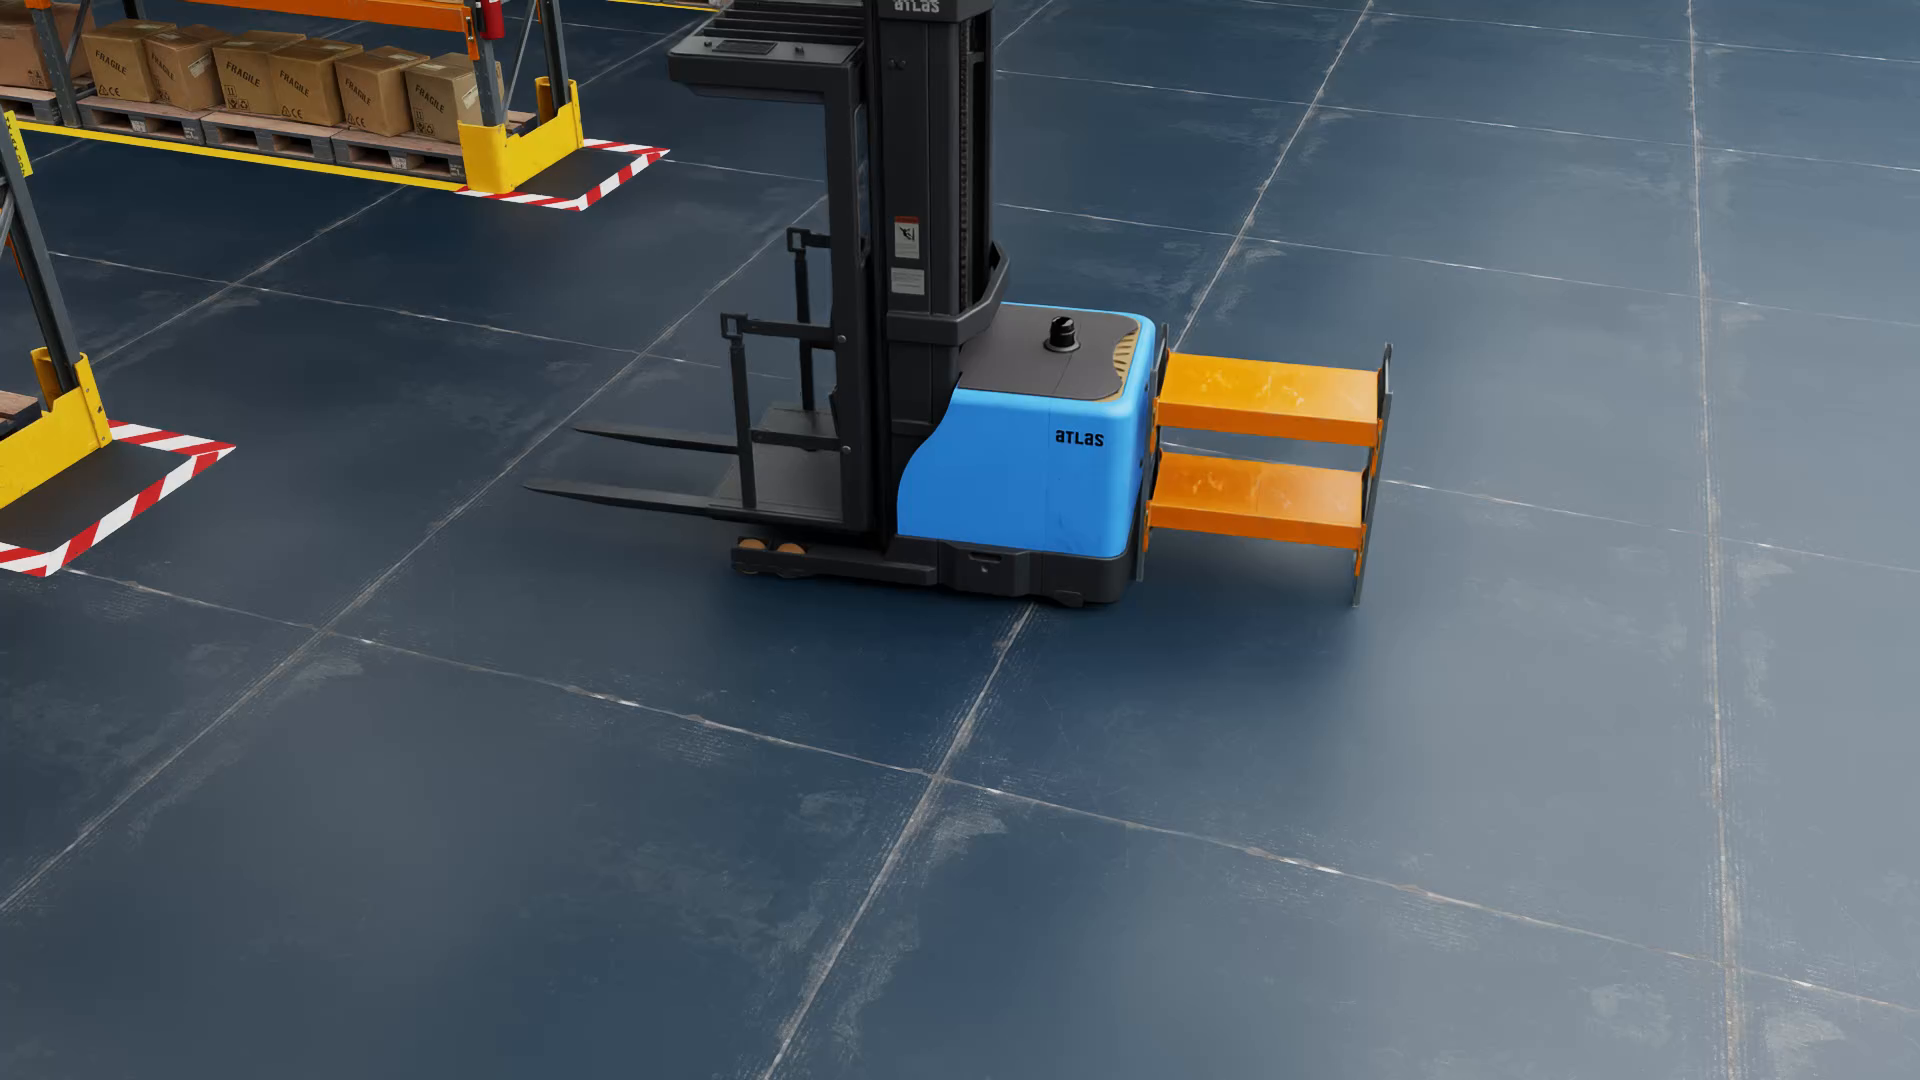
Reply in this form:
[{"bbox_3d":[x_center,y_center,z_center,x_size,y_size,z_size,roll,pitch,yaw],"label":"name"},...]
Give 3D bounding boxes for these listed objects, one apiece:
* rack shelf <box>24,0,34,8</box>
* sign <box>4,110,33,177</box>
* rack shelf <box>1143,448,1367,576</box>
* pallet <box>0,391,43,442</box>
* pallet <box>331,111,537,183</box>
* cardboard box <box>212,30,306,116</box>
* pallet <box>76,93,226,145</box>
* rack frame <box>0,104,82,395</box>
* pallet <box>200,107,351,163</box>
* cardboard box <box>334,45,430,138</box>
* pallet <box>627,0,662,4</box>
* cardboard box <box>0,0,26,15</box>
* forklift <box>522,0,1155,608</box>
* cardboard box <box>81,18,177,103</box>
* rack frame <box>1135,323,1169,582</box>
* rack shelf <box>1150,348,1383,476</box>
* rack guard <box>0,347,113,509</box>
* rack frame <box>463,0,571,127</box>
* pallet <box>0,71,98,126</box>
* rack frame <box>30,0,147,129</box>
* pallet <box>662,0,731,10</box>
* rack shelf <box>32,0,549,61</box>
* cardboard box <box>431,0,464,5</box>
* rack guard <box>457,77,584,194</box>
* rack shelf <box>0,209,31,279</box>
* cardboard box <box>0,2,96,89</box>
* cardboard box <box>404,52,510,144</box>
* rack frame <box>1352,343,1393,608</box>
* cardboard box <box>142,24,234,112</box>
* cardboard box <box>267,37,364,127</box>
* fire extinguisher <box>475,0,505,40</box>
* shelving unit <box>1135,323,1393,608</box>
[{"bbox_3d":[-8.868,-4.892,13.724,4.000,0.370,1.077,11,34,16],"label":"rack shelf"},{"bbox_3d":[-4.701,-1.963,8.270,0.005,0.325,0.100,11,34,16],"label":"sign"},{"bbox_3d":[1.402,-0.142,7.884,1.000,0.278,0.538,7,33,10],"label":"rack shelf"},{"bbox_3d":[-5.741,-0.537,8.886,1.213,0.211,1.003,11,34,16],"label":"pallet"},{"bbox_3d":[-4.044,-3.105,12.864,1.213,0.211,1.003,11,34,16],"label":"pallet"},{"bbox_3d":[-5.469,-3.686,13.111,0.500,0.500,0.500,8,34,12],"label":"cardboard box"},{"bbox_3d":[-6.341,-3.551,13.556,1.213,0.211,1.003,11,34,16],"label":"pallet"},{"bbox_3d":[-4.890,-1.567,7.911,0.127,3.000,1.000,11,34,16],"label":"rack frame"},{"bbox_3d":[-5.188,-3.329,13.212,1.213,0.211,1.003,11,34,16],"label":"pallet"},{"bbox_3d":[-4.376,-3.437,12.725,0.500,0.500,0.500,21,38,29],"label":"cardboard box"},{"bbox_3d":[-3.375,-5.769,16.991,1.213,0.211,1.003,11,34,16],"label":"pallet"},{"bbox_3d":[-7.998,-4.183,13.862,0.500,0.500,0.700,11,34,16],"label":"cardboard box"},{"bbox_3d":[-0.627,-1.318,7.590,3.031,2.935,1.130,7,33,10],"label":"forklift"},{"bbox_3d":[-6.622,-3.860,13.381,0.500,0.500,0.500,10,34,15],"label":"cardboard box"},{"bbox_3d":[0.905,-0.405,7.840,0.032,1.125,0.500,7,33,10],"label":"rack frame"},{"bbox_3d":[1.402,-0.594,7.593,1.000,0.278,0.538,7,33,10],"label":"rack shelf"},{"bbox_3d":[-4.978,-0.507,8.574,0.348,0.500,1.175,11,34,16],"label":"rack guard"},{"bbox_3d":[-3.219,-4.096,11.828,0.127,3.000,1.000,11,34,16],"label":"rack frame"},{"bbox_3d":[-7.718,-3.798,13.938,1.213,0.211,1.003,11,34,16],"label":"pallet"},{"bbox_3d":[-6.985,-4.828,12.962,0.127,3.000,1.000,11,34,16],"label":"rack frame"},{"bbox_3d":[-2.230,-5.545,16.644,1.213,0.211,1.003,11,34,16],"label":"pallet"},{"bbox_3d":[-5.102,-4.160,12.590,4.000,0.370,1.077,11,34,16],"label":"rack shelf"},{"bbox_3d":[-3.557,-3.937,11.814,0.250,0.149,0.380,11,34,16],"label":"cardboard box"},{"bbox_3d":[-3.291,-3.060,12.528,0.348,0.500,1.175,11,34,16],"label":"rack guard"},{"bbox_3d":[-6.773,-1.631,8.673,4.000,0.370,1.077,11,34,16],"label":"rack shelf"},{"bbox_3d":[-7.556,-4.086,13.712,0.500,0.500,0.700,8,34,13],"label":"cardboard box"},{"bbox_3d":[-3.802,-3.345,12.583,0.500,0.500,0.500,18,37,25],"label":"cardboard box"},{"bbox_3d":[1.899,-0.290,7.663,0.032,1.125,0.500,7,33,10],"label":"rack frame"},{"bbox_3d":[-6.080,-3.760,13.225,0.500,0.500,0.500,23,39,31],"label":"cardboard box"},{"bbox_3d":[-4.959,-3.561,12.917,0.500,0.500,0.500,14,35,21],"label":"cardboard box"},{"bbox_3d":[-3.267,-3.807,11.452,0.183,0.674,0.296,11,34,16],"label":"fire extinguisher"},{"bbox_3d":[1.402,-0.348,7.752,1.048,1.125,0.538,7,33,10],"label":"shelving unit"}]
